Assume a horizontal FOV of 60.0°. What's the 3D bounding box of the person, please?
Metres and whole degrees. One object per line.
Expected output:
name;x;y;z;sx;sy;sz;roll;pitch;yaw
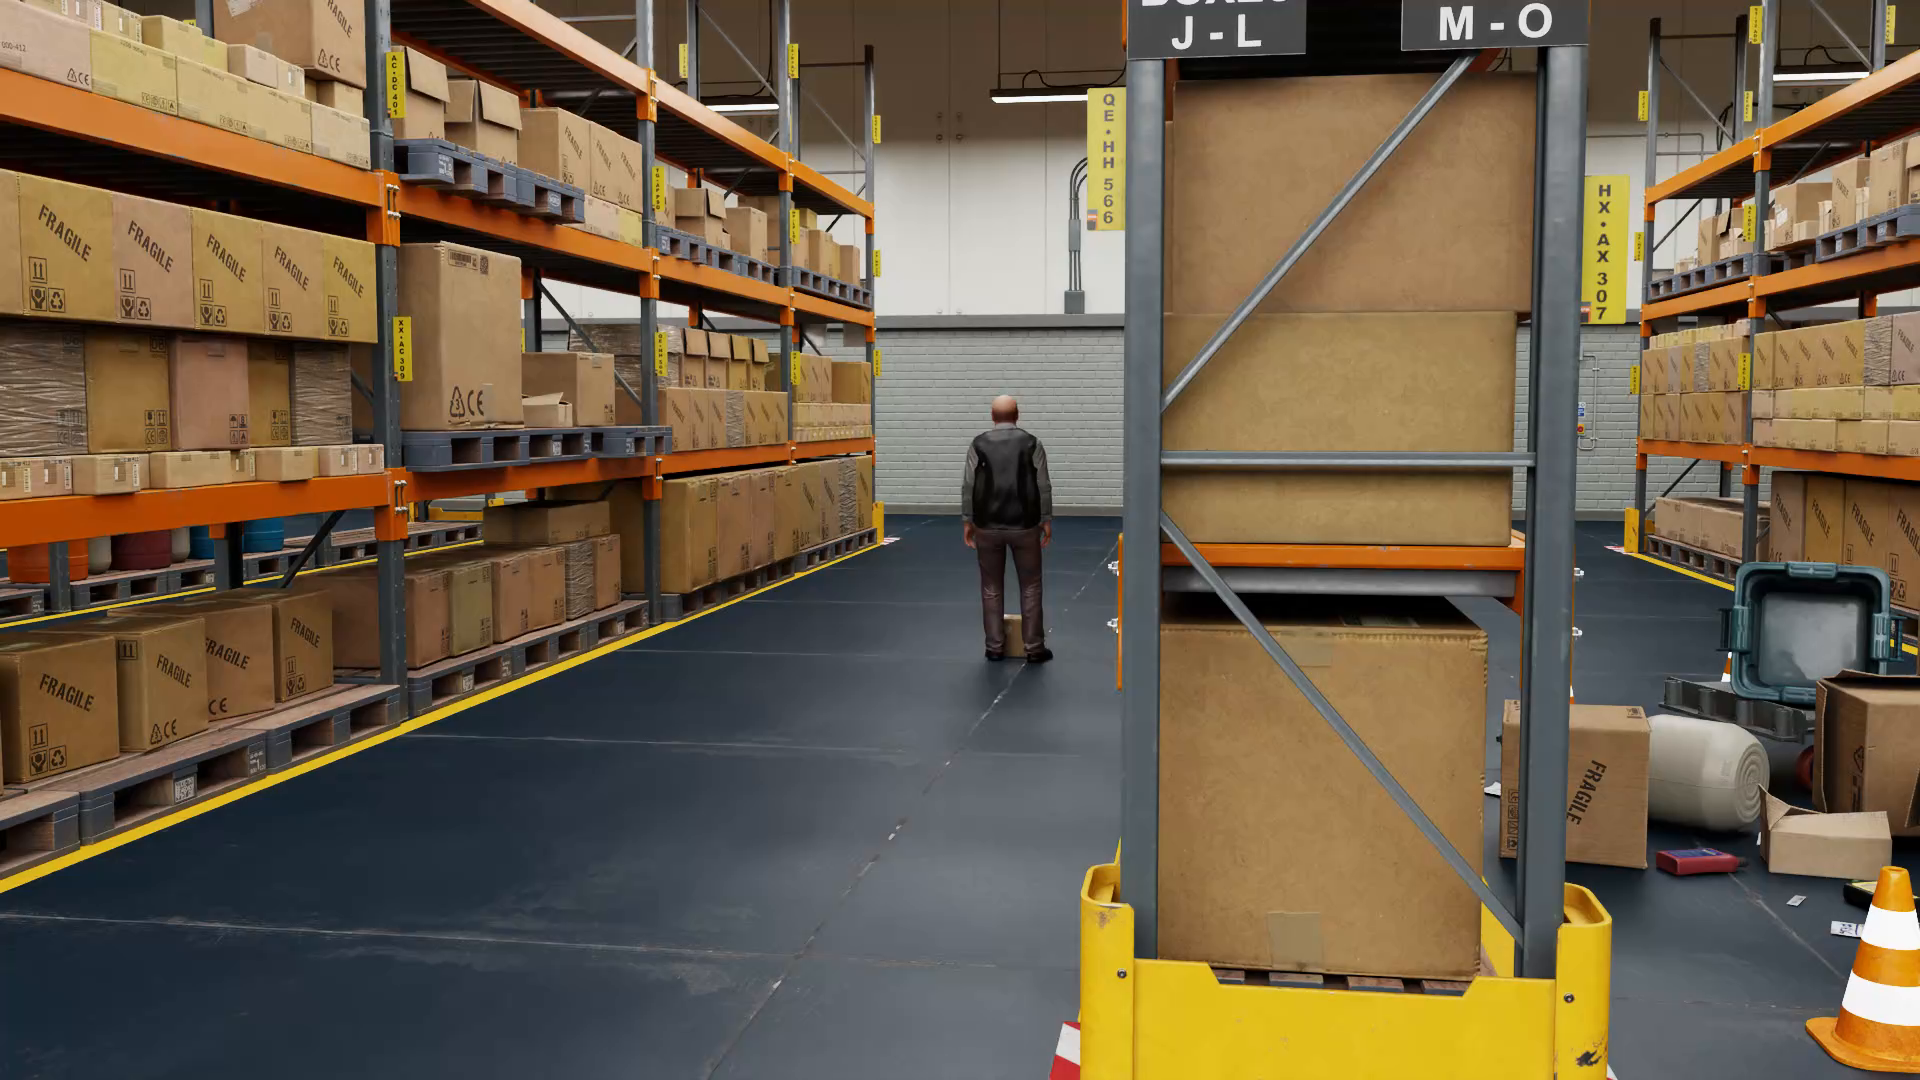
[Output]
person;0.308;-0.077;10.779;0.594;1.722;0.469;0;4;5
